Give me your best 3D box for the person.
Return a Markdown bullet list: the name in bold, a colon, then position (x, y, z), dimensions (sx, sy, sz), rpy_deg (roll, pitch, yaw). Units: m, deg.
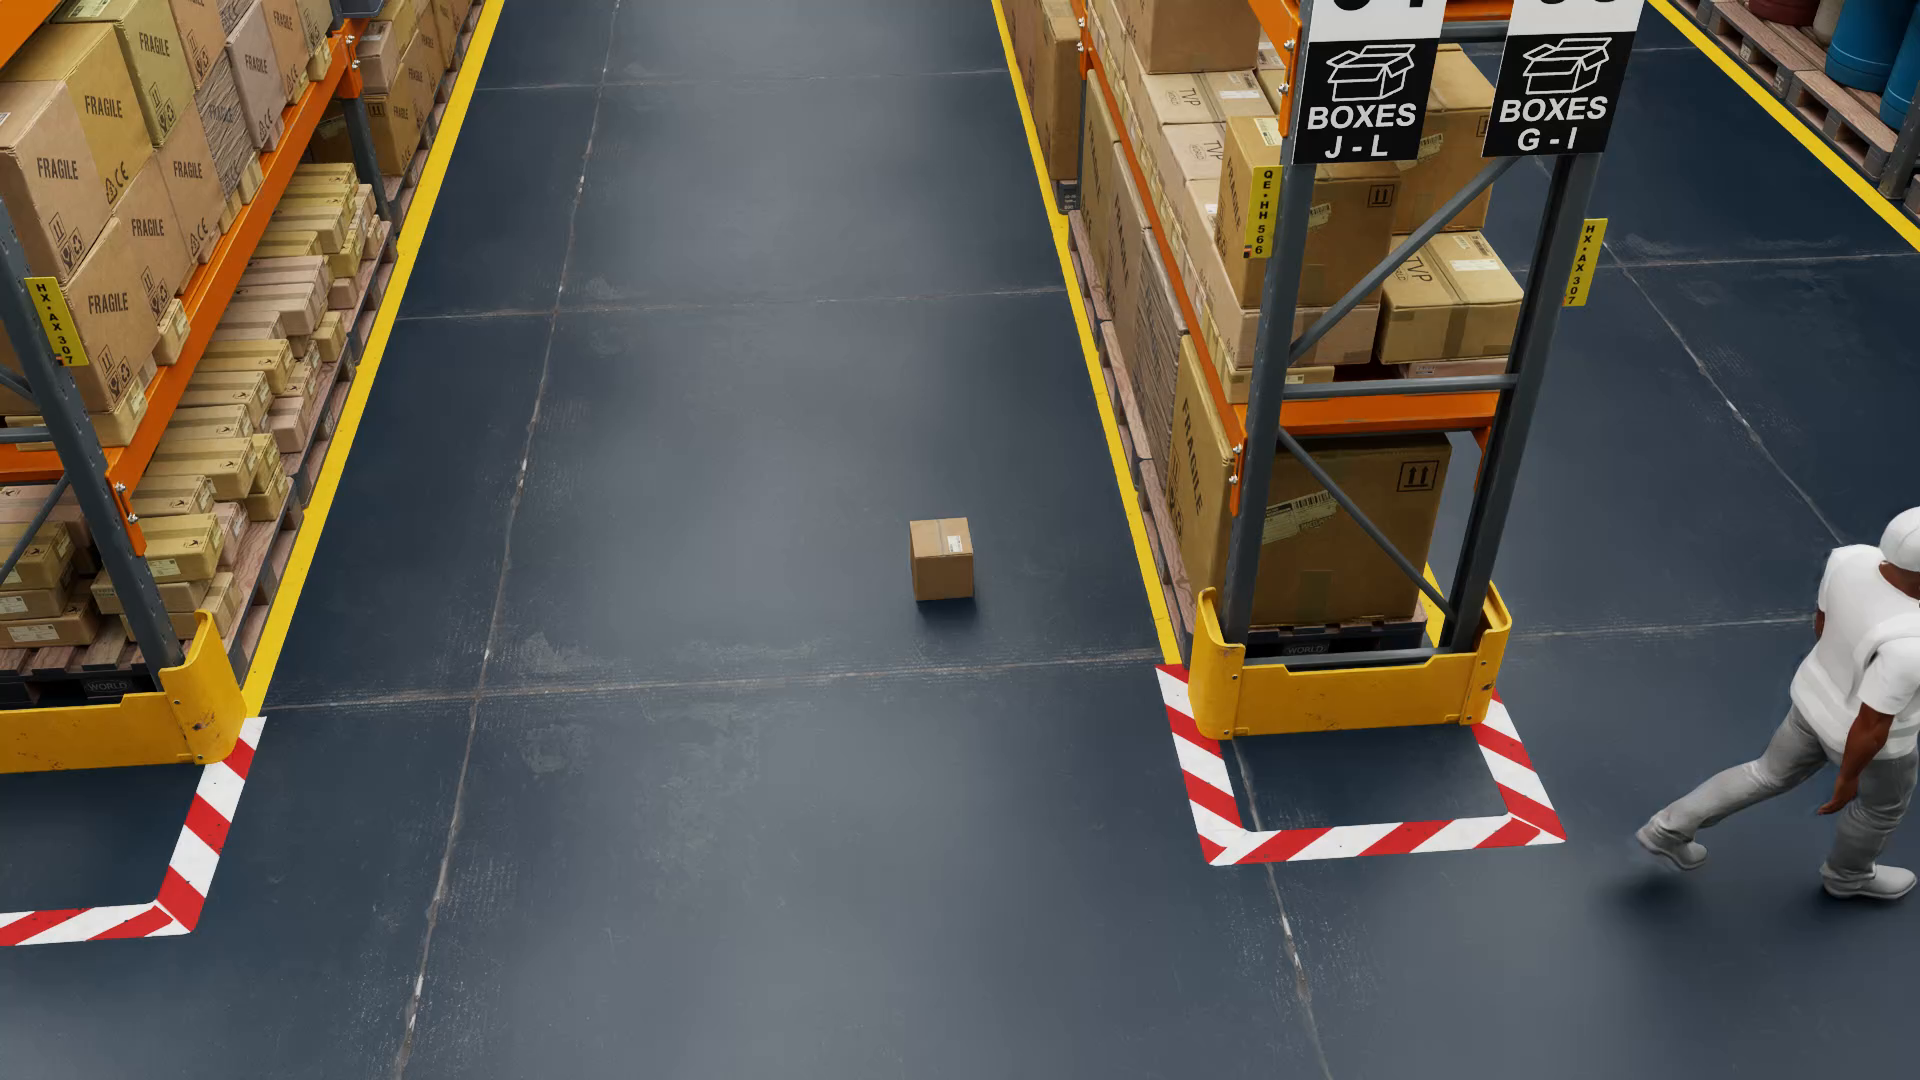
- **person**: position (2.897, 0.554, 5.453), dimensions (0.986, 1.729, 0.579), rpy_deg (-5, 39, -6)
